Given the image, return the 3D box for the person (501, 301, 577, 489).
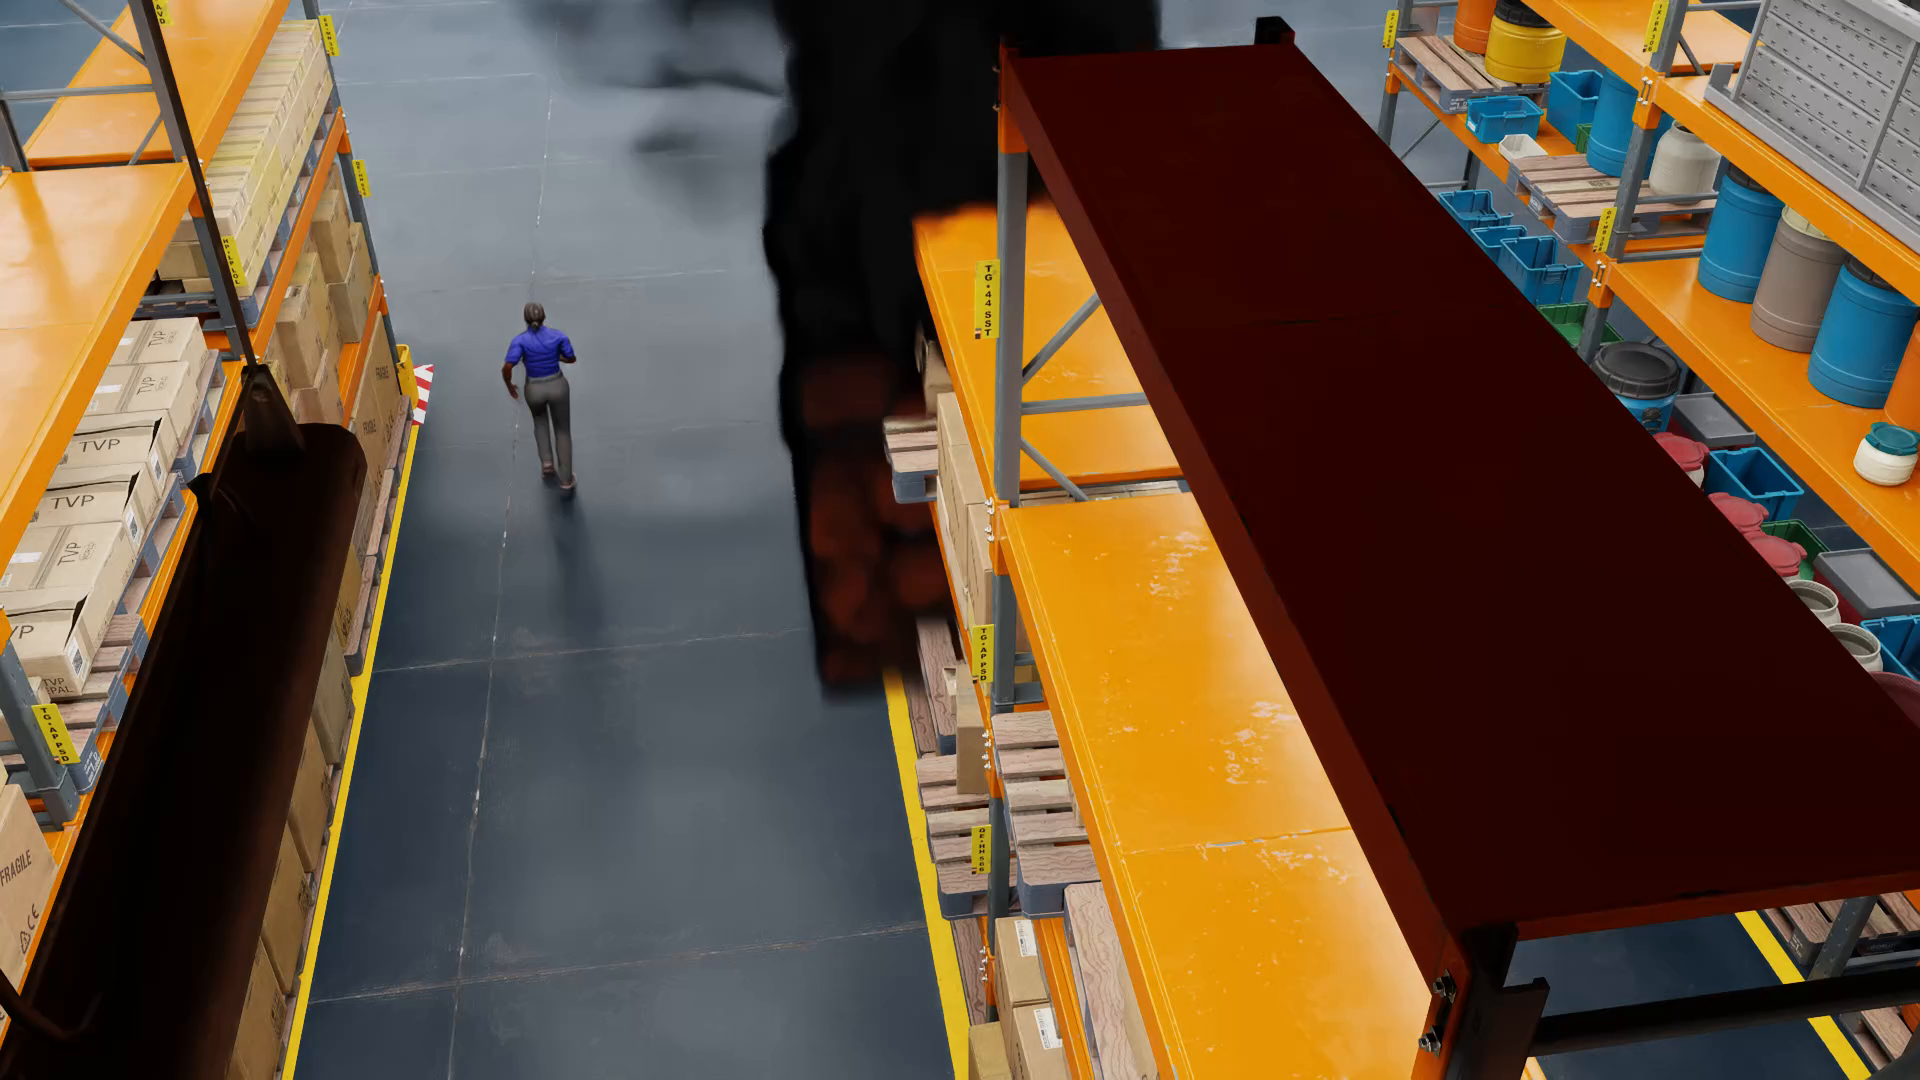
[{"bbox_3d":[-3.422,-1.190,13.716,0.589,1.717,0.723,-8,37,-10],"label":"person"}]
